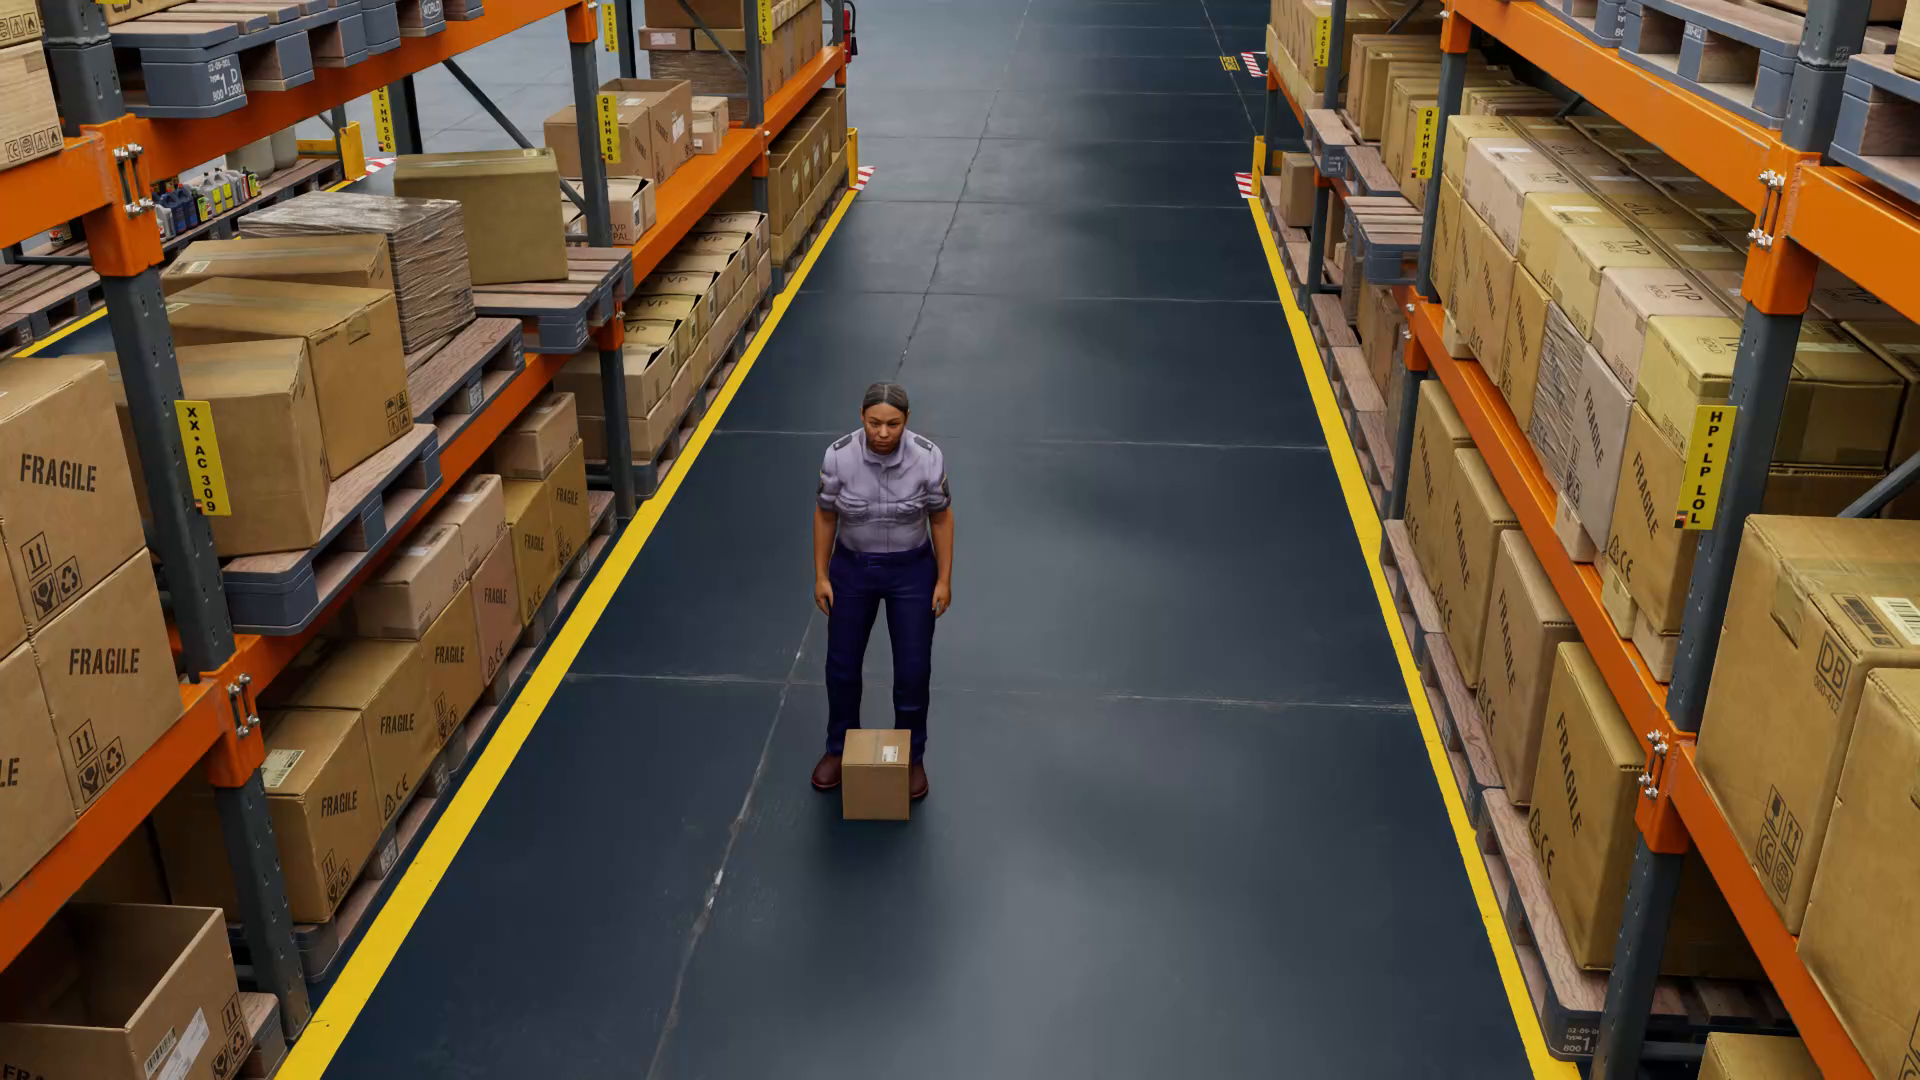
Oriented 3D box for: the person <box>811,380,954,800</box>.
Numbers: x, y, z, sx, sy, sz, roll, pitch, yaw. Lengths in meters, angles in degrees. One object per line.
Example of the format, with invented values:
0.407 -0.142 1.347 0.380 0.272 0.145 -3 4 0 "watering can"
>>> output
-0.302 0.171 6.243 0.557 1.651 0.425 0 25 1 "person"
